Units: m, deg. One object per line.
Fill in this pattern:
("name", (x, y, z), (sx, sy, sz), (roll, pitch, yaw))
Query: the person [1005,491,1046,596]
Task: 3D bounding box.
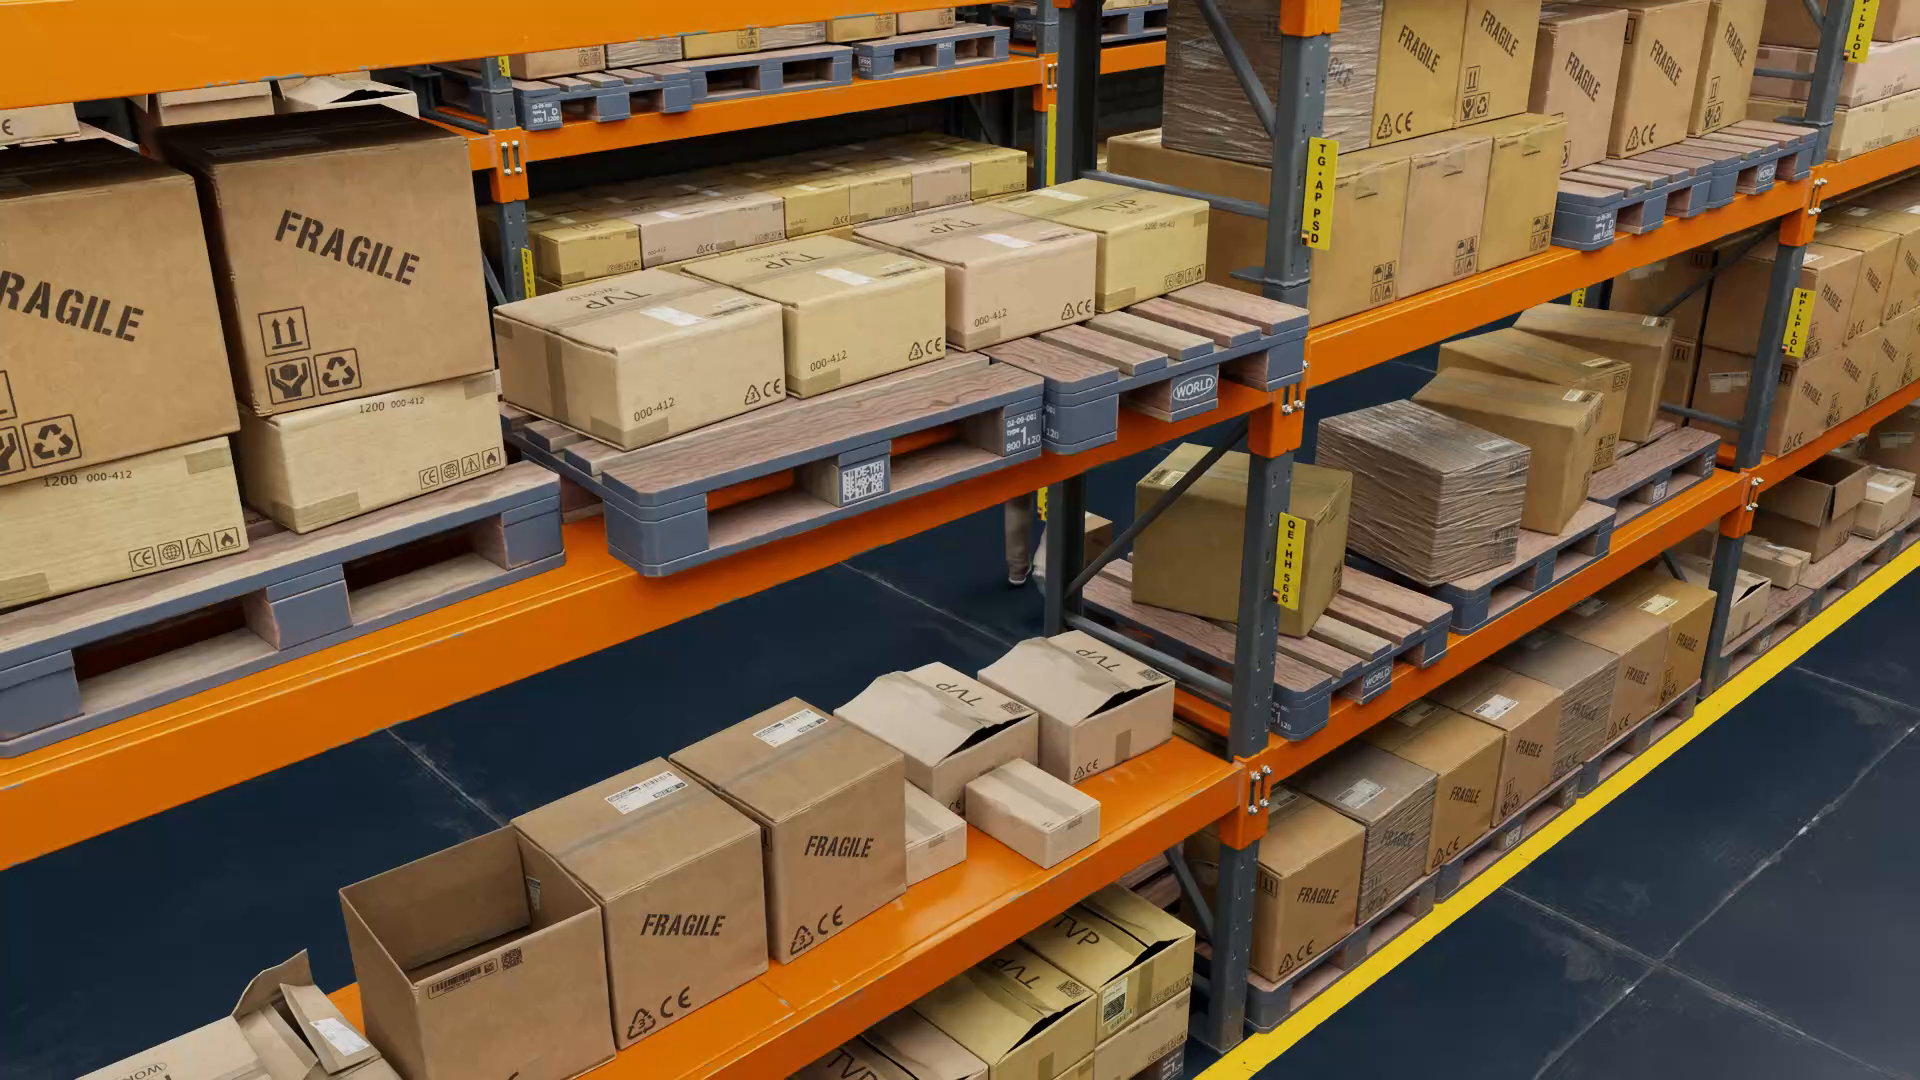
("person", (0.420, -0.483, 9.662), (0.581, 1.715, 0.650), (11, 26, 22))
